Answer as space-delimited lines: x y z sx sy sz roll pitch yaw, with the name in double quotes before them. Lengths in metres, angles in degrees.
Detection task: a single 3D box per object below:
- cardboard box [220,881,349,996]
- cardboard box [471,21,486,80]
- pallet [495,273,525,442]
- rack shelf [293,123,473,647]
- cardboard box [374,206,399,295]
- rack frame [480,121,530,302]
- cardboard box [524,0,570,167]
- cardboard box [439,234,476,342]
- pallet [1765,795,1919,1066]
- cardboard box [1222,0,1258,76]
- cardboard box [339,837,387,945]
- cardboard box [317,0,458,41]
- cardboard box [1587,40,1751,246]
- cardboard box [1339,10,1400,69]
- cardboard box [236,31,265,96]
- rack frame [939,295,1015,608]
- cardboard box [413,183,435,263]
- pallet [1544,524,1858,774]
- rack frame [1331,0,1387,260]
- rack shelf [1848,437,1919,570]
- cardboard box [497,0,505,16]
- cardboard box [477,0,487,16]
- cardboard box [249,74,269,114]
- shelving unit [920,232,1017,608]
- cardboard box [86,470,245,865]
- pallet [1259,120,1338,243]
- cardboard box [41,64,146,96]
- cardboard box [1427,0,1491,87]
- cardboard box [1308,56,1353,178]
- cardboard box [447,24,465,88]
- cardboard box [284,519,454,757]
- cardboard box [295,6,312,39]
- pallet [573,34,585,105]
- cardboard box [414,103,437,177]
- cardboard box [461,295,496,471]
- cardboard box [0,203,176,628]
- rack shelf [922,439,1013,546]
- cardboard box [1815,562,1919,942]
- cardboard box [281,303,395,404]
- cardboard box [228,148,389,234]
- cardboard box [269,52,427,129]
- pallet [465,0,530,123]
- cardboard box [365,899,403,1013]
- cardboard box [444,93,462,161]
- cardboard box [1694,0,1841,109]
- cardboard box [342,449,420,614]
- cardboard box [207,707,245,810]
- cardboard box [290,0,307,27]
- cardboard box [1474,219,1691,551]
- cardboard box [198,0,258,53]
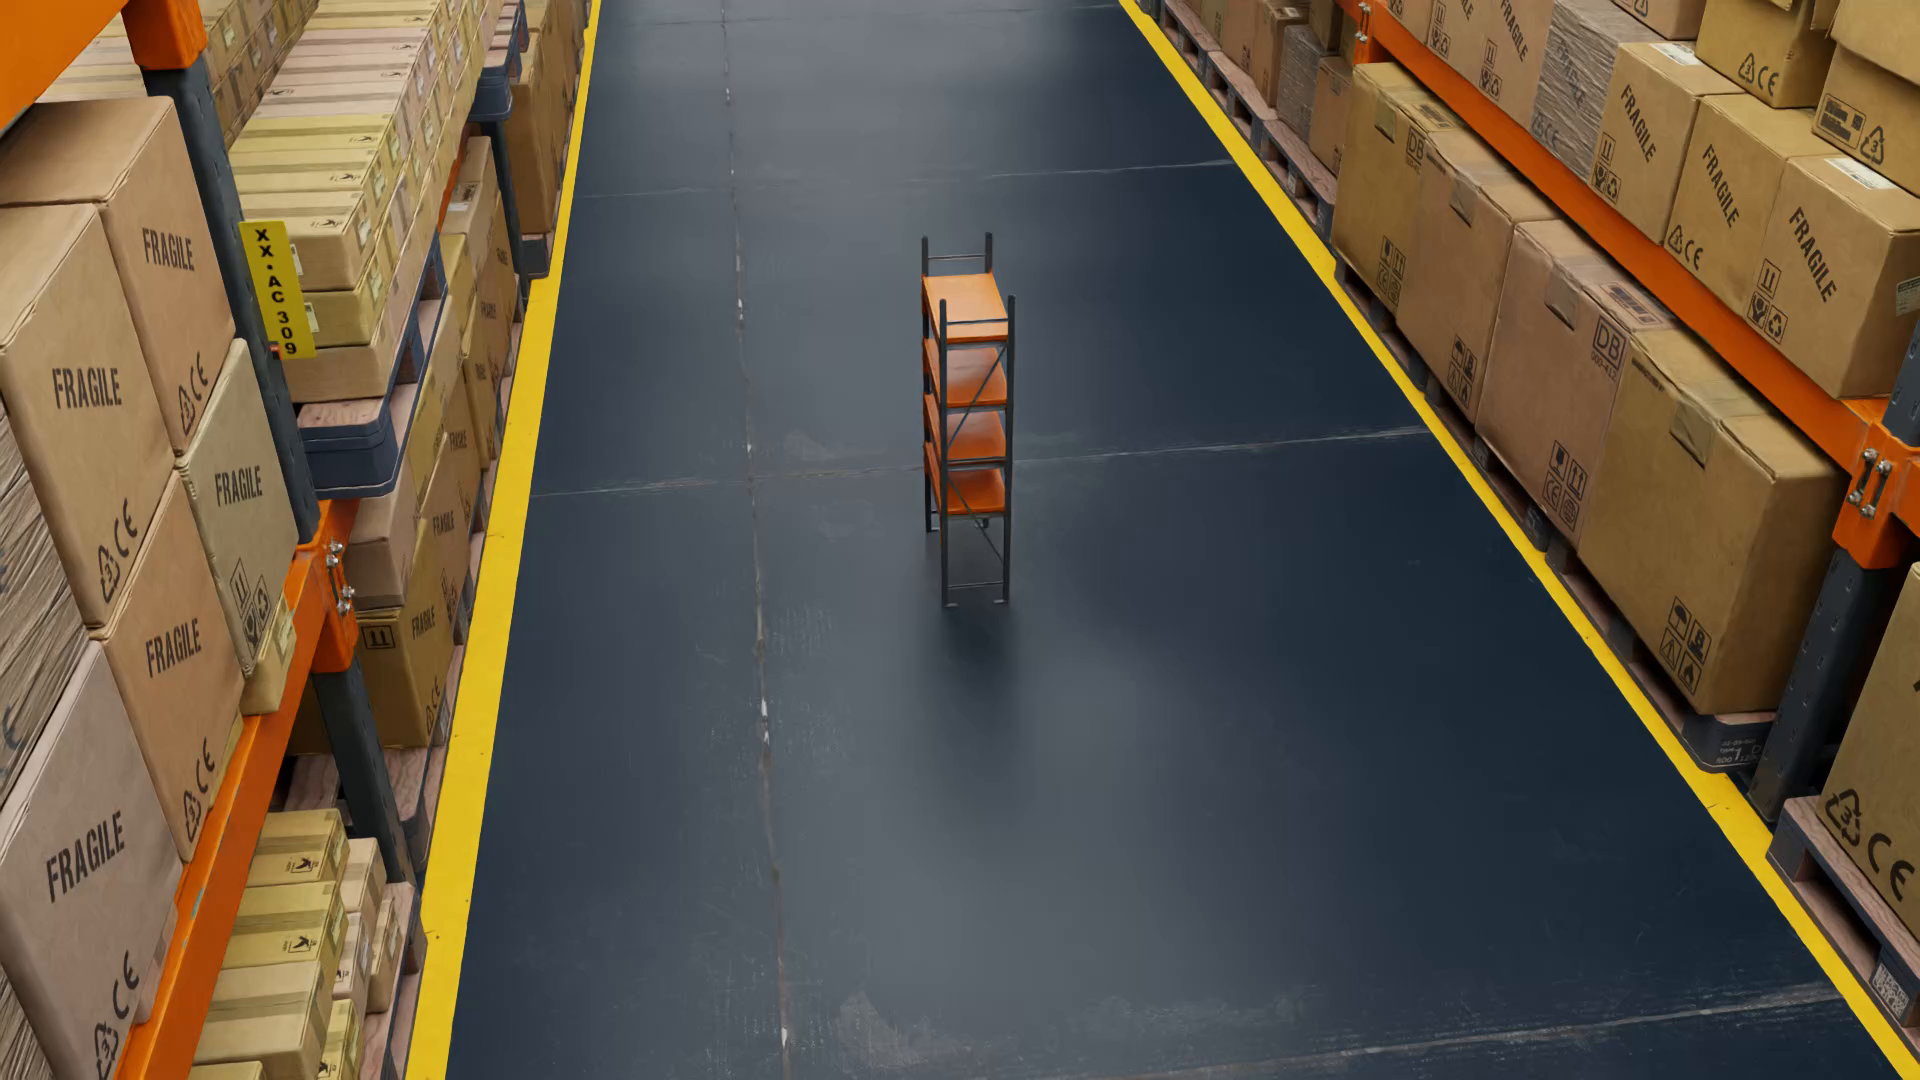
"cardboard box" -1.640 0.941 3.836 0.380 0.149 0.250 -4 34 -6
"cardboard box" -1.939 -1.776 6.043 0.380 0.149 0.250 -5 35 -7
"pallet" -2.454 -0.780 7.207 1.003 0.211 1.213 -4 35 -6
"rack shelf" -2.288 -0.955 5.627 1.077 0.370 4.000 -4 35 -6
"cardboard box" -1.653 -0.728 4.241 0.380 0.149 0.250 -5 35 -7
"rack frame" -2.557 -2.368 7.062 1.000 3.000 0.127 -4 35 -6
"cardboard box" -2.671 -2.446 8.801 1.050 0.750 0.750 -4 34 -6
"cardboard box" -2.074 -0.891 6.075 0.500 0.250 0.500 -4 34 -5
"pallet" 2.934 1.127 4.409 1.003 0.211 1.213 -4 35 -6
"cardboard box" 2.016 -3.145 10.030 0.700 0.500 0.500 -7 35 -10
"cardboard box" -1.662 0.897 4.164 0.380 0.149 0.250 -4 34 -5
"cardboard box" -1.866 -1.723 5.437 0.380 0.149 0.250 -3 34 -4
"cardboard box" 2.439 -1.305 5.412 0.500 0.500 0.500 -5 35 -7
"cardboard box" 2.251 -2.518 8.444 0.500 0.250 0.500 -3 34 -4
"cardboard box" -2.517 -1.558 5.458 0.380 0.149 0.250 -5 35 -7
"rack frame" 0.055 -0.267 5.577 0.240 1.200 0.015 -4 35 -6
"cardboard box" -1.722 -0.895 4.750 0.380 0.149 0.250 -4 34 -6
"pallet" 2.731 0.272 5.664 1.003 0.211 1.213 -4 35 -6
"rack frame" 2.371 -2.688 7.530 1.000 3.000 0.127 -4 35 -6
"rack shelf" 3.178 0.958 2.820 1.077 0.370 4.000 -4 35 -6
"cardboard box" -2.036 -2.198 6.661 0.380 0.149 0.250 -4 34 -6
"cardboard box" -1.964 -2.024 6.143 0.380 0.149 0.250 -4 34 -5
"cardboard box" -2.517 -1.433 5.540 0.380 0.149 0.250 -4 34 -6
"shelving unit" 0.022 -0.403 5.777 0.258 1.200 0.503 -4 35 -6
"cardboard box" -1.606 0.238 2.884 0.500 0.500 0.500 -5 35 -8
"pallet" 2.267 -1.972 8.956 1.003 0.211 1.213 -4 35 -6
"cardboard box" -2.402 -1.239 4.727 0.380 0.149 0.250 -5 35 -8
"cardboard box" 2.238 -2.149 6.652 0.500 0.500 0.500 -5 35 -8
"cardboard box" 2.261 -2.209 8.657 0.700 0.500 0.500 -6 35 -9
"cardboard box" -1.864 -1.600 5.520 0.380 0.149 0.250 -4 34 -5
"cardboard box" -1.856 0.291 5.007 0.500 0.500 0.500 -3 34 -5
"cardboard box" -2.625 -1.873 6.185 0.380 0.149 0.250 -3 34 -4
"pallet" -2.917 -3.023 10.499 1.003 0.211 1.213 -4 35 -6
"cardboard box" -1.763 -1.167 4.885 0.380 0.149 0.250 -3 34 -4
"cardboard box" -2.057 -0.578 6.281 0.500 0.500 0.500 -6 35 -9
"cardboard box" -1.613 -0.184 2.615 0.500 0.500 0.500 -5 35 -8
"rack shelf" 0.022 -0.184 5.926 0.258 0.148 0.480 -4 35 -6
"cardboard box" 2.919 0.623 4.186 0.875 0.875 0.875 -4 35 -6
"cardboard box" -1.617 -0.461 4.112 0.380 0.149 0.250 -6 35 -9
"cardboard box" -1.660 -0.862 4.173 0.380 0.149 0.250 -3 34 -5
"cardboard box" -1.758 -1.287 4.797 0.380 0.149 0.250 -5 35 -7
"pallet" -2.356 -1.899 6.544 1.213 0.211 1.003 -4 35 -6
"cardboard box" -1.629 1.061 4.188 0.380 0.149 0.250 -4 34 -6
"cardboard box" -1.828 -1.330 5.388 0.380 0.149 0.250 -6 35 -9
"cardboard box" 2.734 -1.651 5.030 0.797 0.503 0.637 -4 34 -6
"cardboard box" -1.857 -0.019 4.795 0.500 0.250 0.500 -6 35 -8
"cardboard box" -1.630 0.398 3.225 0.380 0.149 0.250 -3 34 -4
"cardboard box" -2.614 -1.976 6.072 0.380 0.149 0.250 -5 35 -8
"cardboard box" 2.682 -0.605 5.988 1.225 0.875 0.875 -6 35 -8
"cardboard box" -2.509 -1.678 5.371 0.380 0.149 0.250 -3 34 -5
